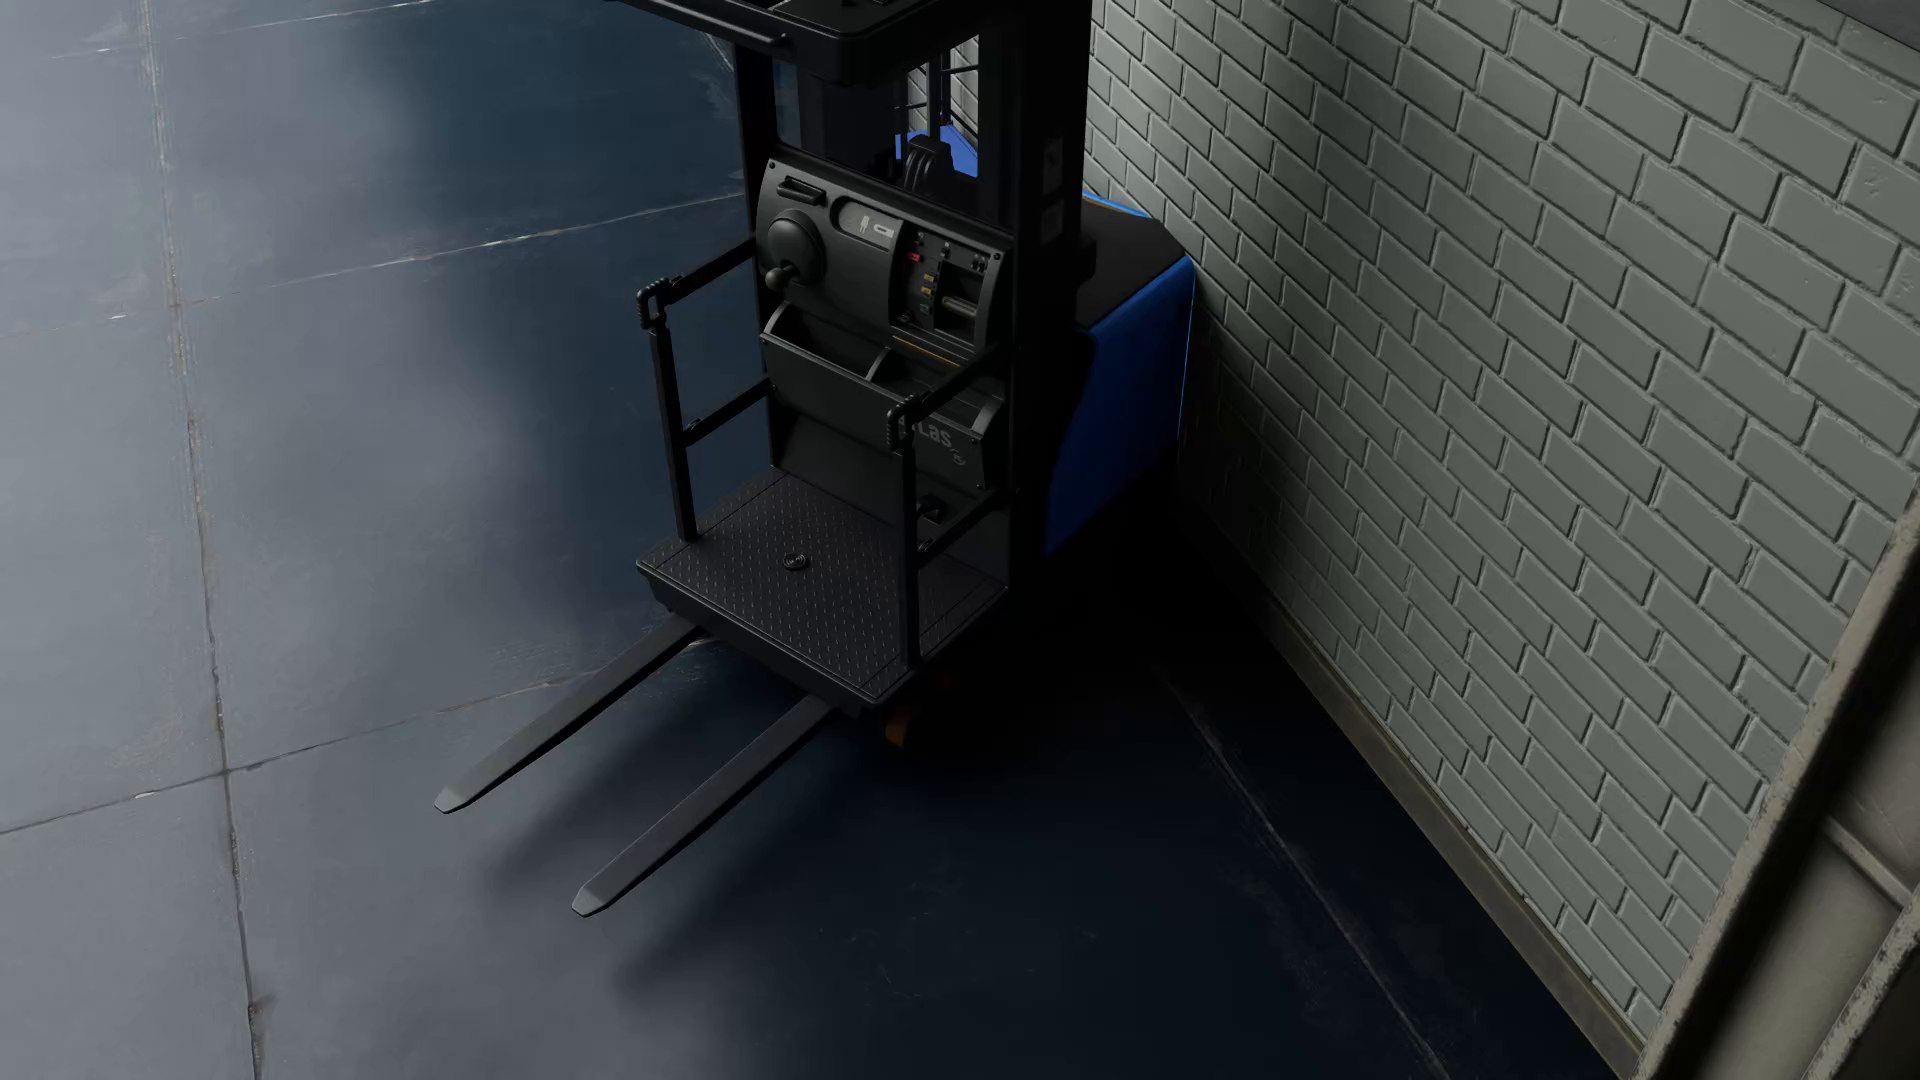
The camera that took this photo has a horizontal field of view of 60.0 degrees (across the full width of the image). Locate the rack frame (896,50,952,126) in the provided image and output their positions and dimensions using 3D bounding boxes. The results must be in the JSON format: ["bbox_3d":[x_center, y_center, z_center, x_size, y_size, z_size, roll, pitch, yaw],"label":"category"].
[{"bbox_3d":[-0.274,-1.887,7.294,0.500,1.500,0.032,-15,43,-17],"label":"rack frame"}]

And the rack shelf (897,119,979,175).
[{"bbox_3d":[-0.079,-1.445,7.055,0.538,0.185,1.000,-15,43,-17],"label":"rack shelf"}]

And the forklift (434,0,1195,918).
[{"bbox_3d":[-0.384,-0.792,4.923,1.130,2.935,3.031,27,48,28],"label":"forklift"}]

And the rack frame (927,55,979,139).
[{"bbox_3d":[0.116,-1.275,6.582,0.500,1.500,0.032,-15,43,-17],"label":"rack frame"}]

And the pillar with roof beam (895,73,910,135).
[{"bbox_3d":[-4.435,-4.222,4.258,9.100,9.000,0.400,-15,43,-17],"label":"pillar with roof beam"}]

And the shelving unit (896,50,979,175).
[{"bbox_3d":[-0.079,-1.581,6.938,0.538,1.500,1.048,-15,43,-17],"label":"shelving unit"}]
